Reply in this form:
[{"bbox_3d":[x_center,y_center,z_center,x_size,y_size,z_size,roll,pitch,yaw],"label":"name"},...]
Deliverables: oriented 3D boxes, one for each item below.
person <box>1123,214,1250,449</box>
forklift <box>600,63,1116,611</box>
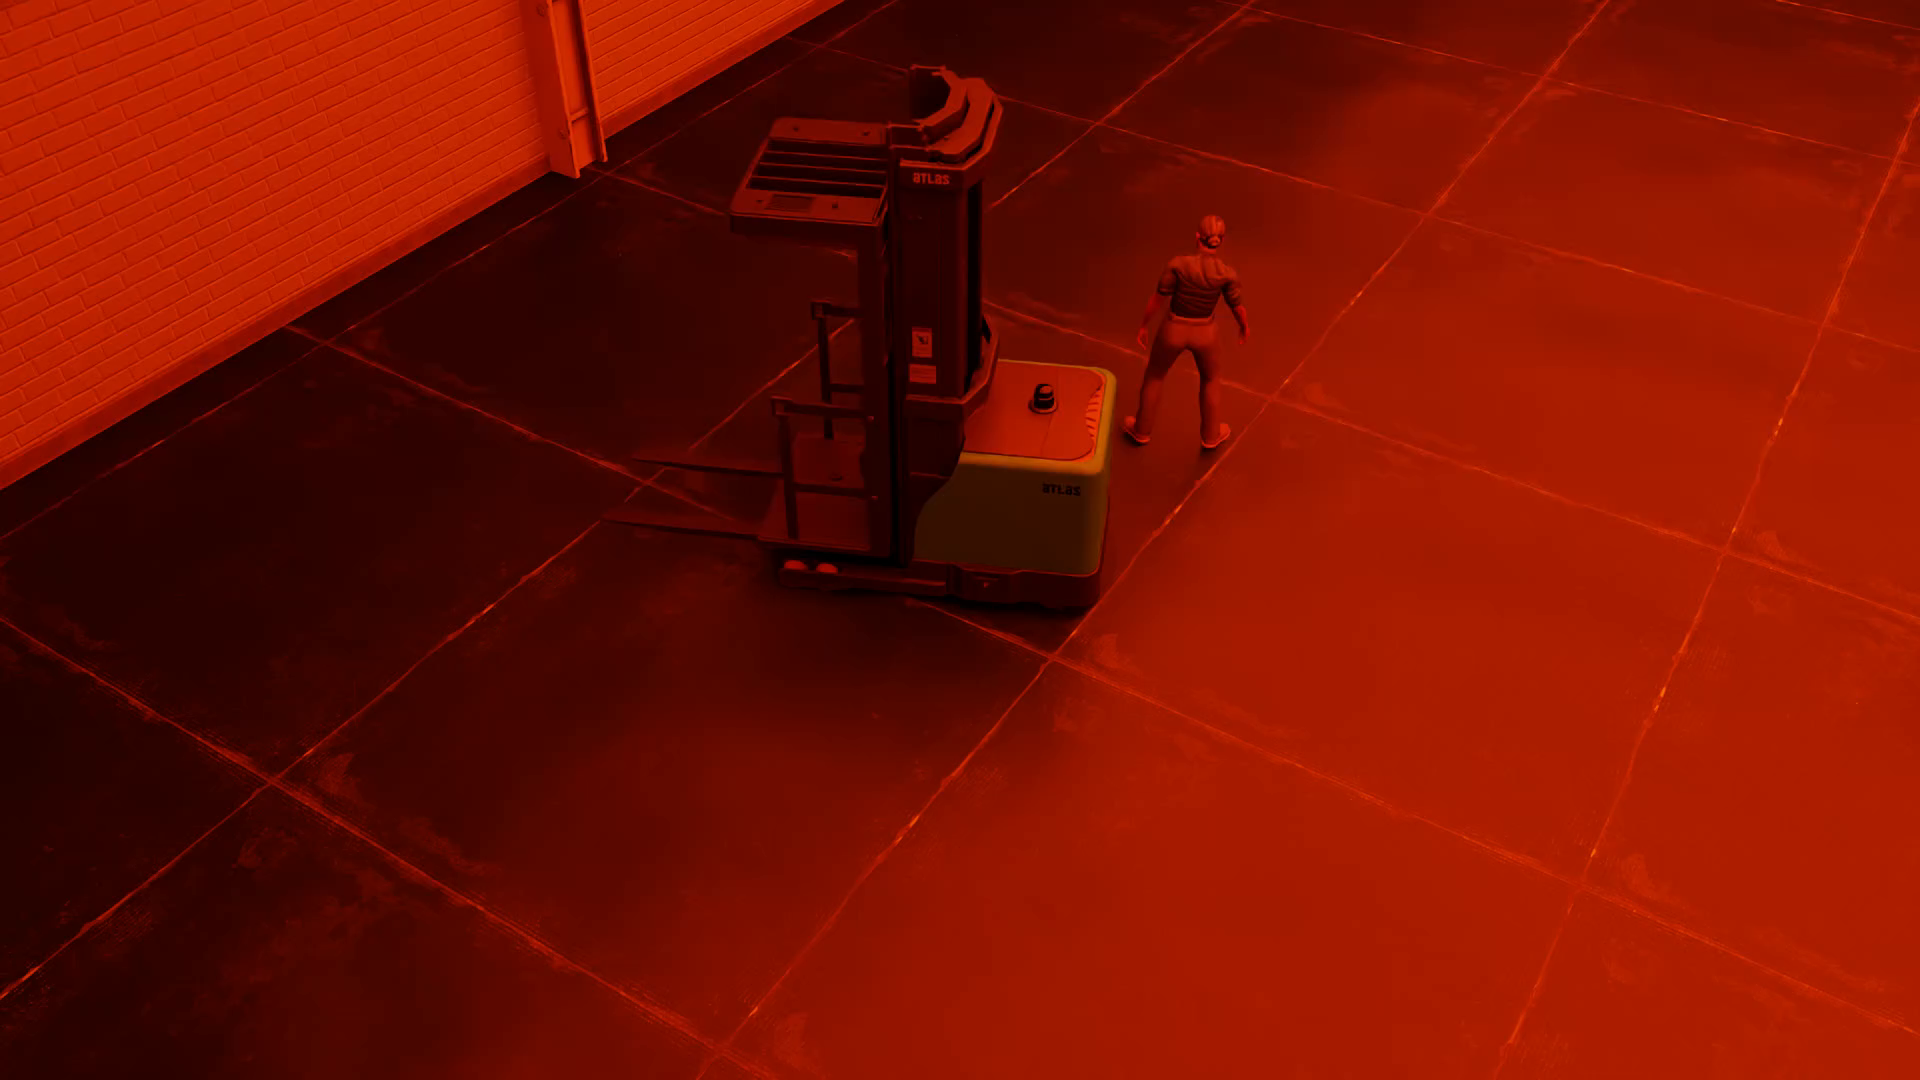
[{"bbox_3d":[1.455,-1.300,10.515,0.757,1.637,0.304,5,40,5],"label":"person"},{"bbox_3d":[-0.633,-1.147,9.320,3.031,2.935,1.130,6,41,7],"label":"forklift"}]
